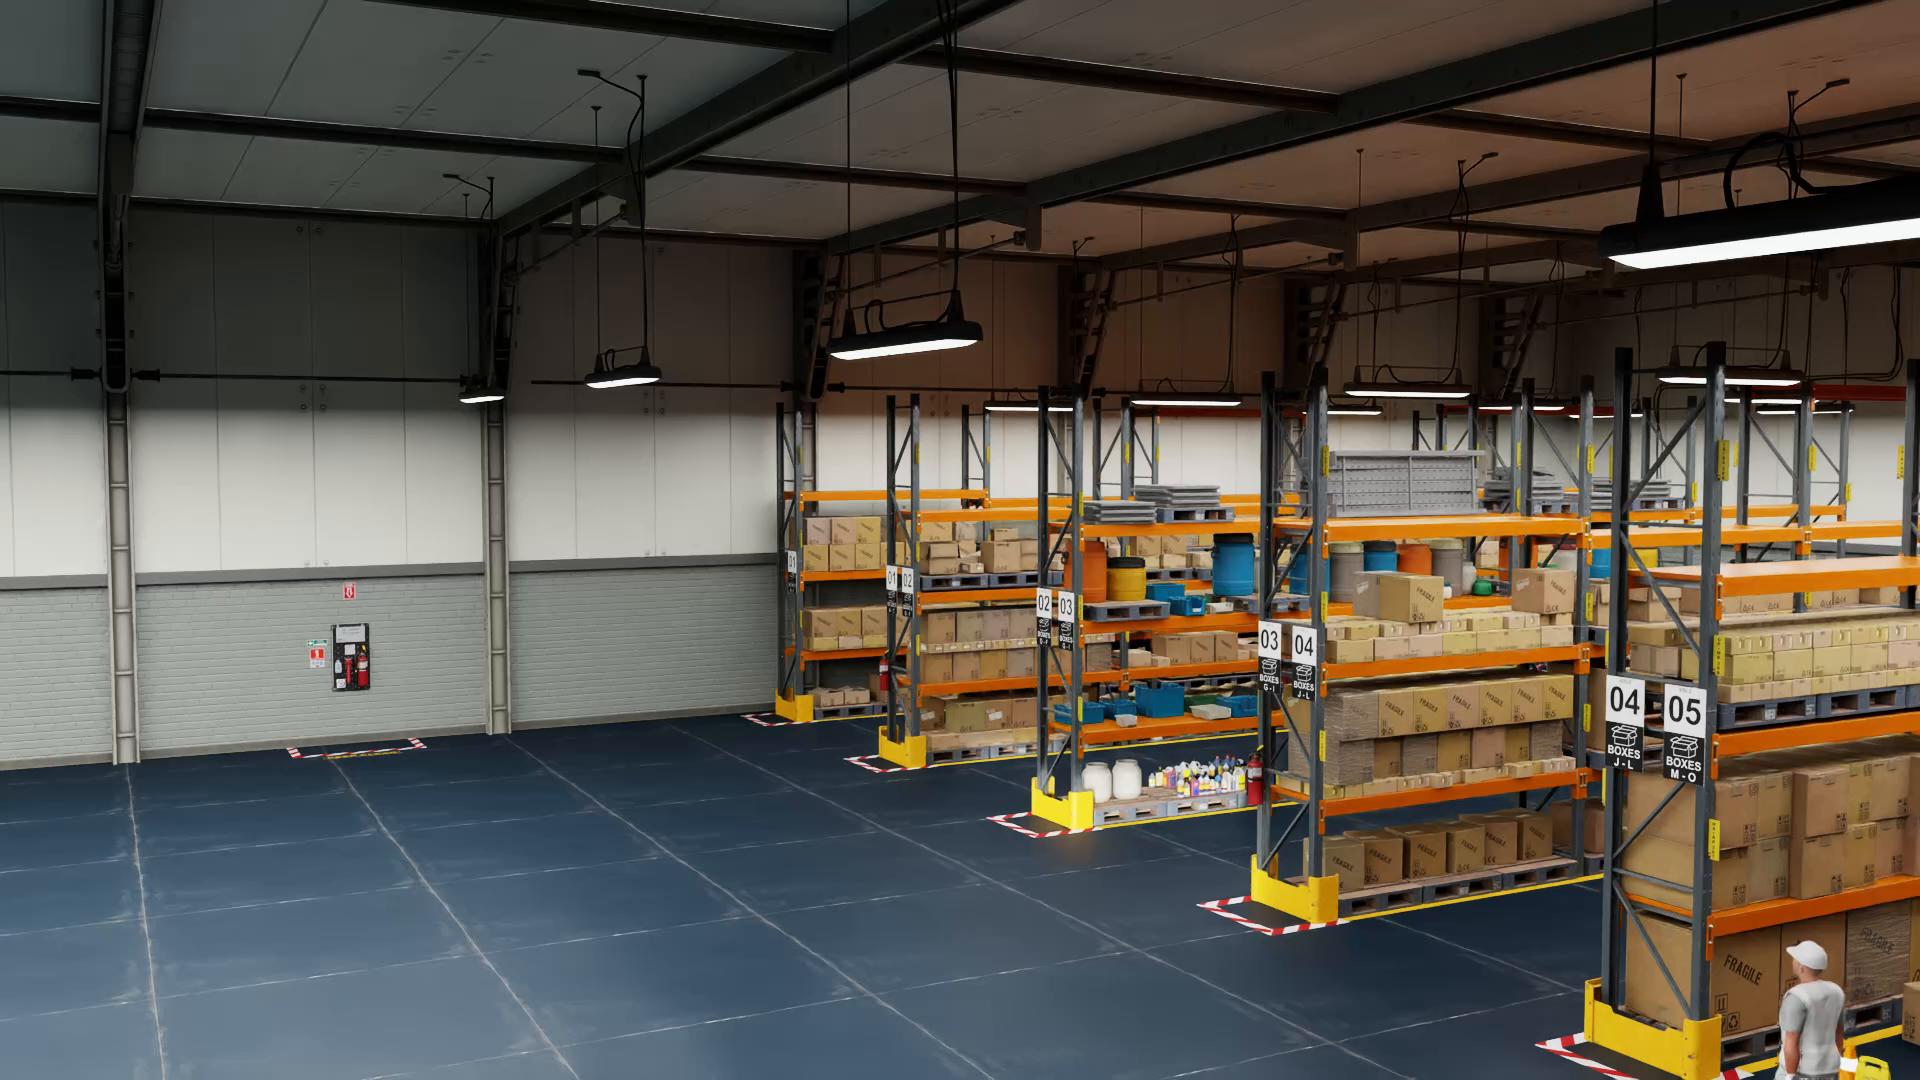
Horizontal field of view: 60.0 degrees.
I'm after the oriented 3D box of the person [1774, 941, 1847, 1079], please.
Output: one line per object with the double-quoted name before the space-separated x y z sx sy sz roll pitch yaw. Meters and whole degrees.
"person" 5.839 3.626 11.335 0.556 1.771 0.826 -1 4 -23
